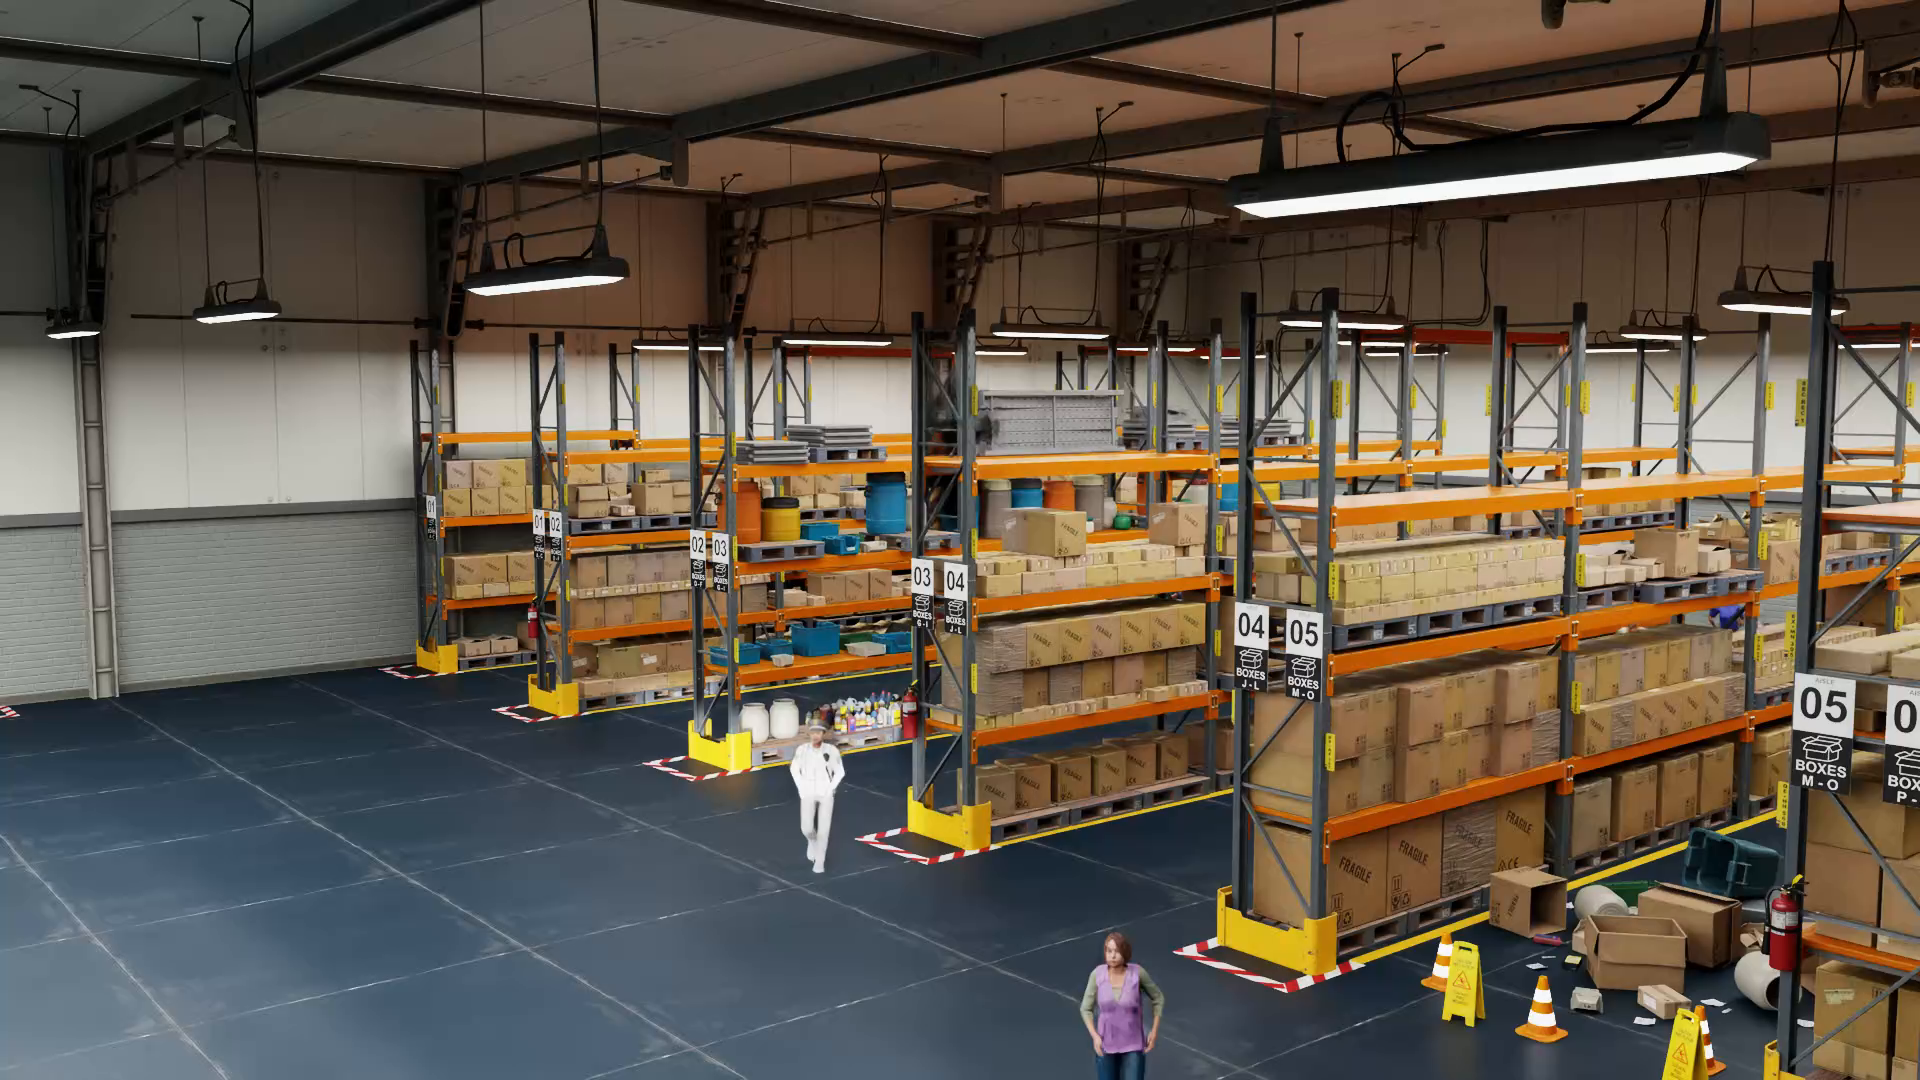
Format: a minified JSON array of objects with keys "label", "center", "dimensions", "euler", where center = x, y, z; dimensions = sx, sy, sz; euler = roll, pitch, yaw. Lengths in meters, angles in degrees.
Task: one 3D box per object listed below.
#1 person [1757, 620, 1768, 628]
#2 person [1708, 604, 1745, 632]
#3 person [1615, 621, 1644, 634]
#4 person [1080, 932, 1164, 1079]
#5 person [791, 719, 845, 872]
[{"label":"person","center":[12.095,2.040,24.971],"dimensions":[0.625,1.695,0.582],"euler":[-3,6,-28]},{"label":"person","center":[13.273,1.732,28.772],"dimensions":[0.591,1.581,0.858],"euler":[1,5,7]},{"label":"person","center":[10.062,1.942,24.925],"dimensions":[0.648,1.810,0.920],"euler":[5,7,43]},{"label":"person","center":[1.060,3.376,11.006],"dimensions":[0.552,1.560,0.500],"euler":[1,5,11]},{"label":"person","center":[-1.555,2.715,17.722],"dimensions":[0.530,1.661,0.516],"euler":[0,5,2]}]
